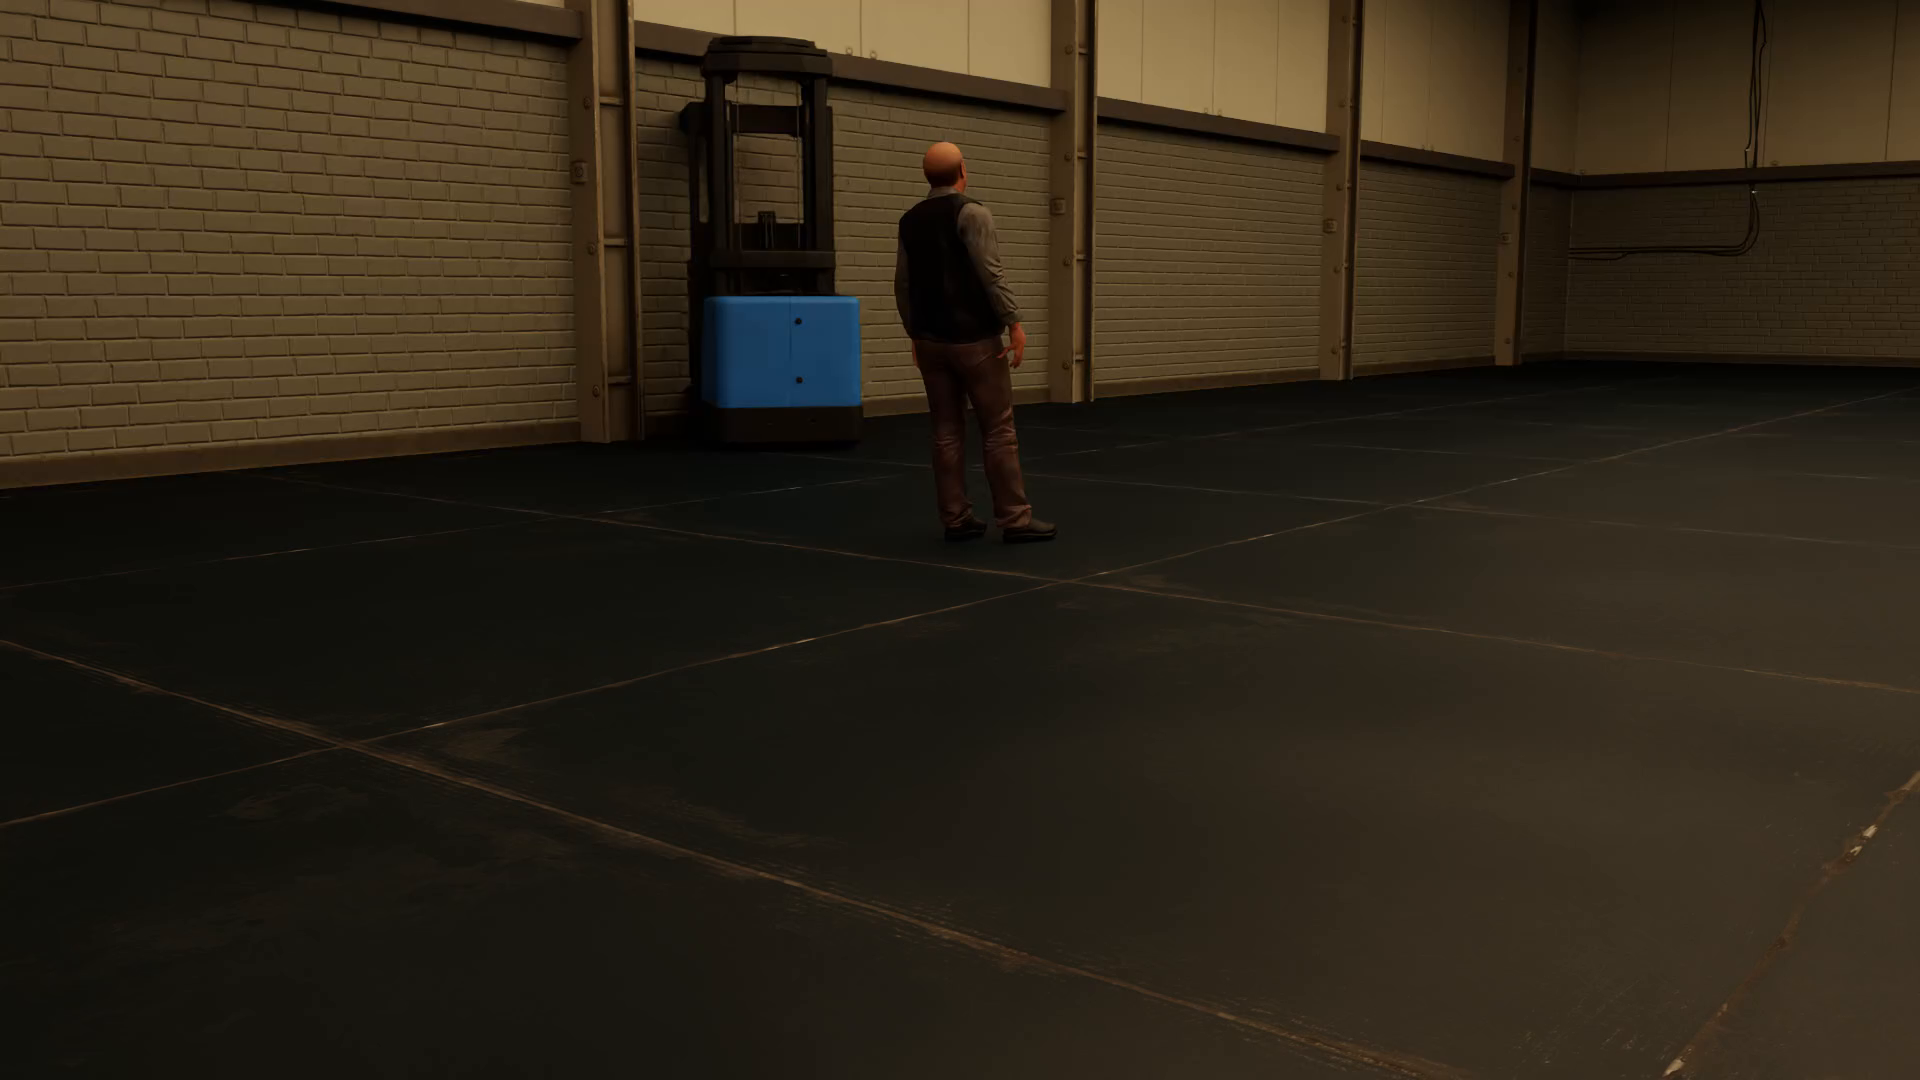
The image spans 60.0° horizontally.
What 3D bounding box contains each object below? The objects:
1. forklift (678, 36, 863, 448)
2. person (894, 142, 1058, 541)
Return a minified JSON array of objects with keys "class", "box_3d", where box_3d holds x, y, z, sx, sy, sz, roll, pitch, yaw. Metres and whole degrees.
[{"class":"forklift","box_3d":[-1.562,-2.278,12.847,1.130,2.935,3.031,-2,9,-15]},{"class":"person","box_3d":[0.050,-0.866,7.328,0.632,1.720,0.552,7,11,38]}]
